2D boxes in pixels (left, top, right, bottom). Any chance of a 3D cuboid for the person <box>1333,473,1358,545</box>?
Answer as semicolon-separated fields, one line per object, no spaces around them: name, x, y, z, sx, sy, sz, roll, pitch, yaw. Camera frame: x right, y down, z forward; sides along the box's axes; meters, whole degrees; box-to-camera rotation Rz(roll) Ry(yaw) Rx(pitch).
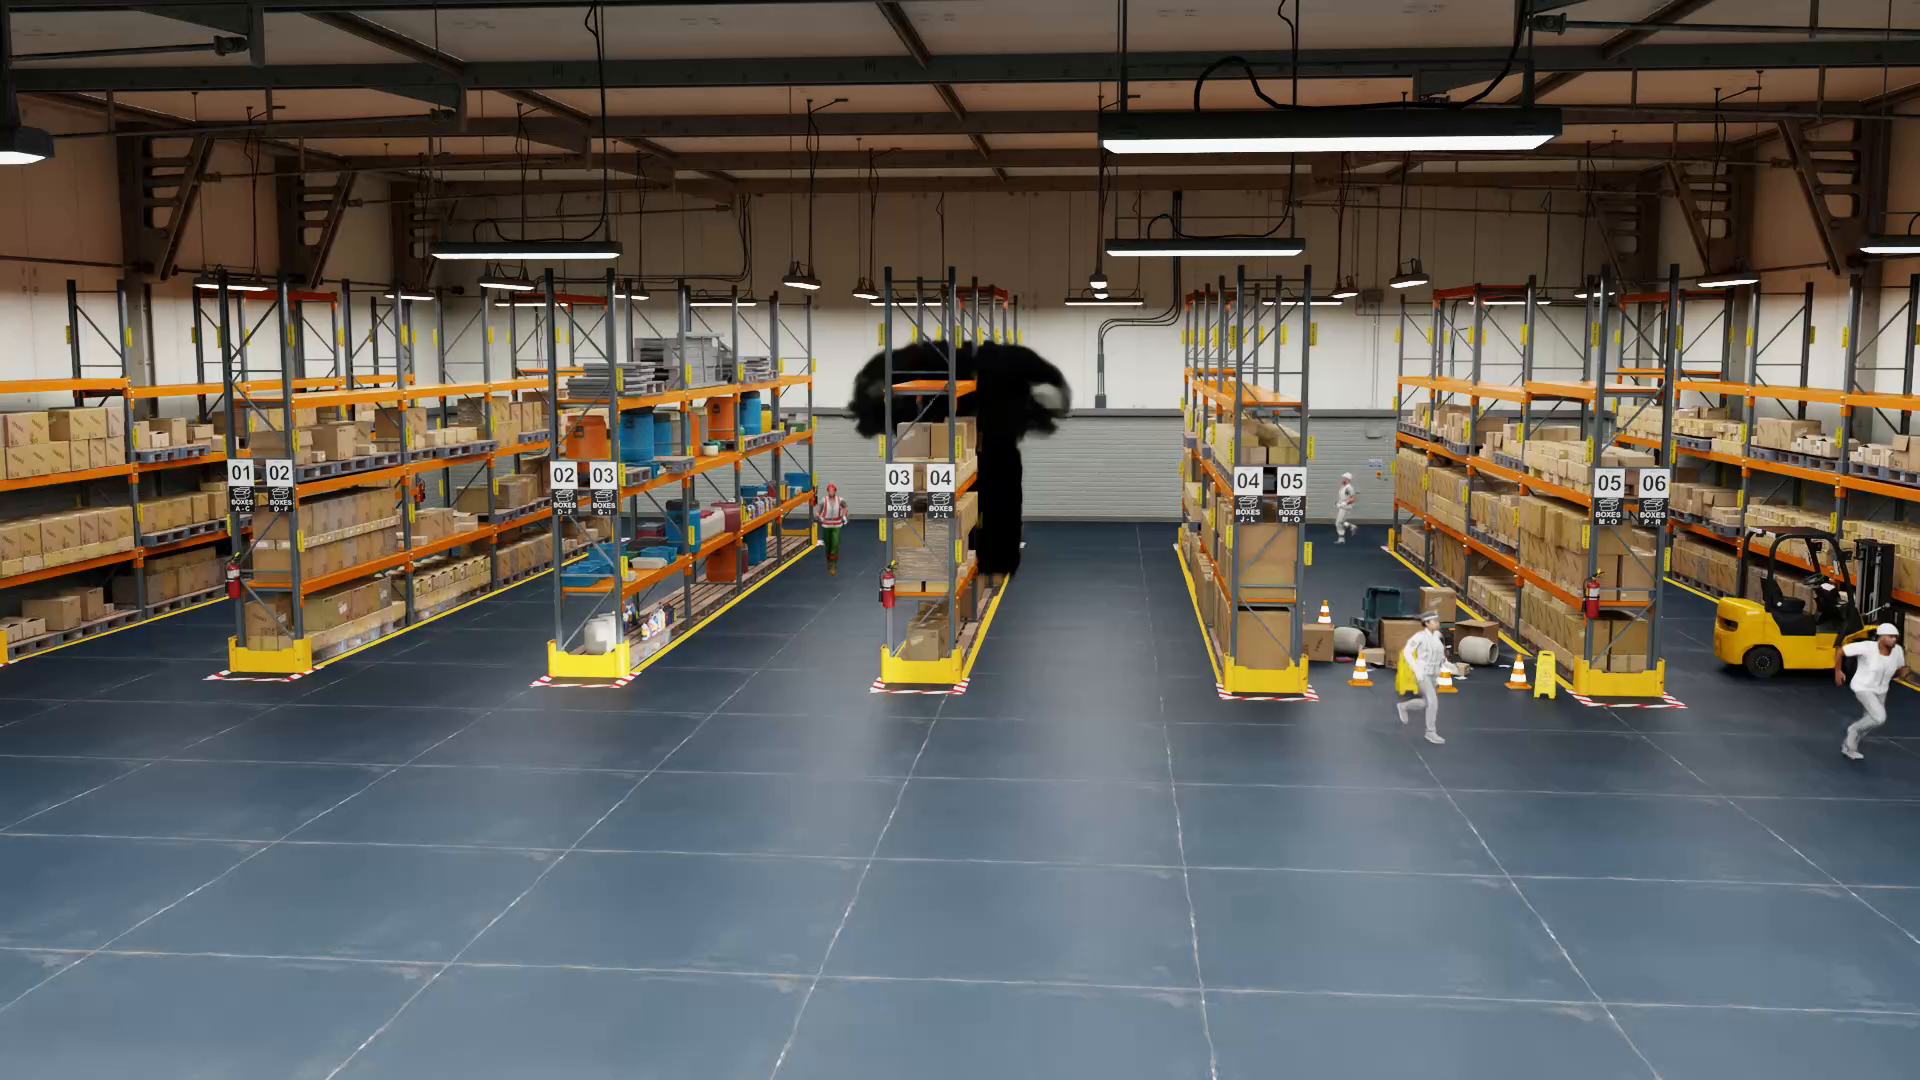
person;9.403;-0.762;40.391;0.627;1.741;0.642;-1;7;-4

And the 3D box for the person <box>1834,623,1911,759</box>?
person;10.754;1.791;19.576;0.683;1.679;0.798;-2;7;-16

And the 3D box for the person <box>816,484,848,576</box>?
person;-2.585;-0.235;33.664;0.662;1.821;0.835;-1;7;-5

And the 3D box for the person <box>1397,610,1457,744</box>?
person;5.775;1.670;20.811;0.601;1.666;0.764;-5;9;-37
